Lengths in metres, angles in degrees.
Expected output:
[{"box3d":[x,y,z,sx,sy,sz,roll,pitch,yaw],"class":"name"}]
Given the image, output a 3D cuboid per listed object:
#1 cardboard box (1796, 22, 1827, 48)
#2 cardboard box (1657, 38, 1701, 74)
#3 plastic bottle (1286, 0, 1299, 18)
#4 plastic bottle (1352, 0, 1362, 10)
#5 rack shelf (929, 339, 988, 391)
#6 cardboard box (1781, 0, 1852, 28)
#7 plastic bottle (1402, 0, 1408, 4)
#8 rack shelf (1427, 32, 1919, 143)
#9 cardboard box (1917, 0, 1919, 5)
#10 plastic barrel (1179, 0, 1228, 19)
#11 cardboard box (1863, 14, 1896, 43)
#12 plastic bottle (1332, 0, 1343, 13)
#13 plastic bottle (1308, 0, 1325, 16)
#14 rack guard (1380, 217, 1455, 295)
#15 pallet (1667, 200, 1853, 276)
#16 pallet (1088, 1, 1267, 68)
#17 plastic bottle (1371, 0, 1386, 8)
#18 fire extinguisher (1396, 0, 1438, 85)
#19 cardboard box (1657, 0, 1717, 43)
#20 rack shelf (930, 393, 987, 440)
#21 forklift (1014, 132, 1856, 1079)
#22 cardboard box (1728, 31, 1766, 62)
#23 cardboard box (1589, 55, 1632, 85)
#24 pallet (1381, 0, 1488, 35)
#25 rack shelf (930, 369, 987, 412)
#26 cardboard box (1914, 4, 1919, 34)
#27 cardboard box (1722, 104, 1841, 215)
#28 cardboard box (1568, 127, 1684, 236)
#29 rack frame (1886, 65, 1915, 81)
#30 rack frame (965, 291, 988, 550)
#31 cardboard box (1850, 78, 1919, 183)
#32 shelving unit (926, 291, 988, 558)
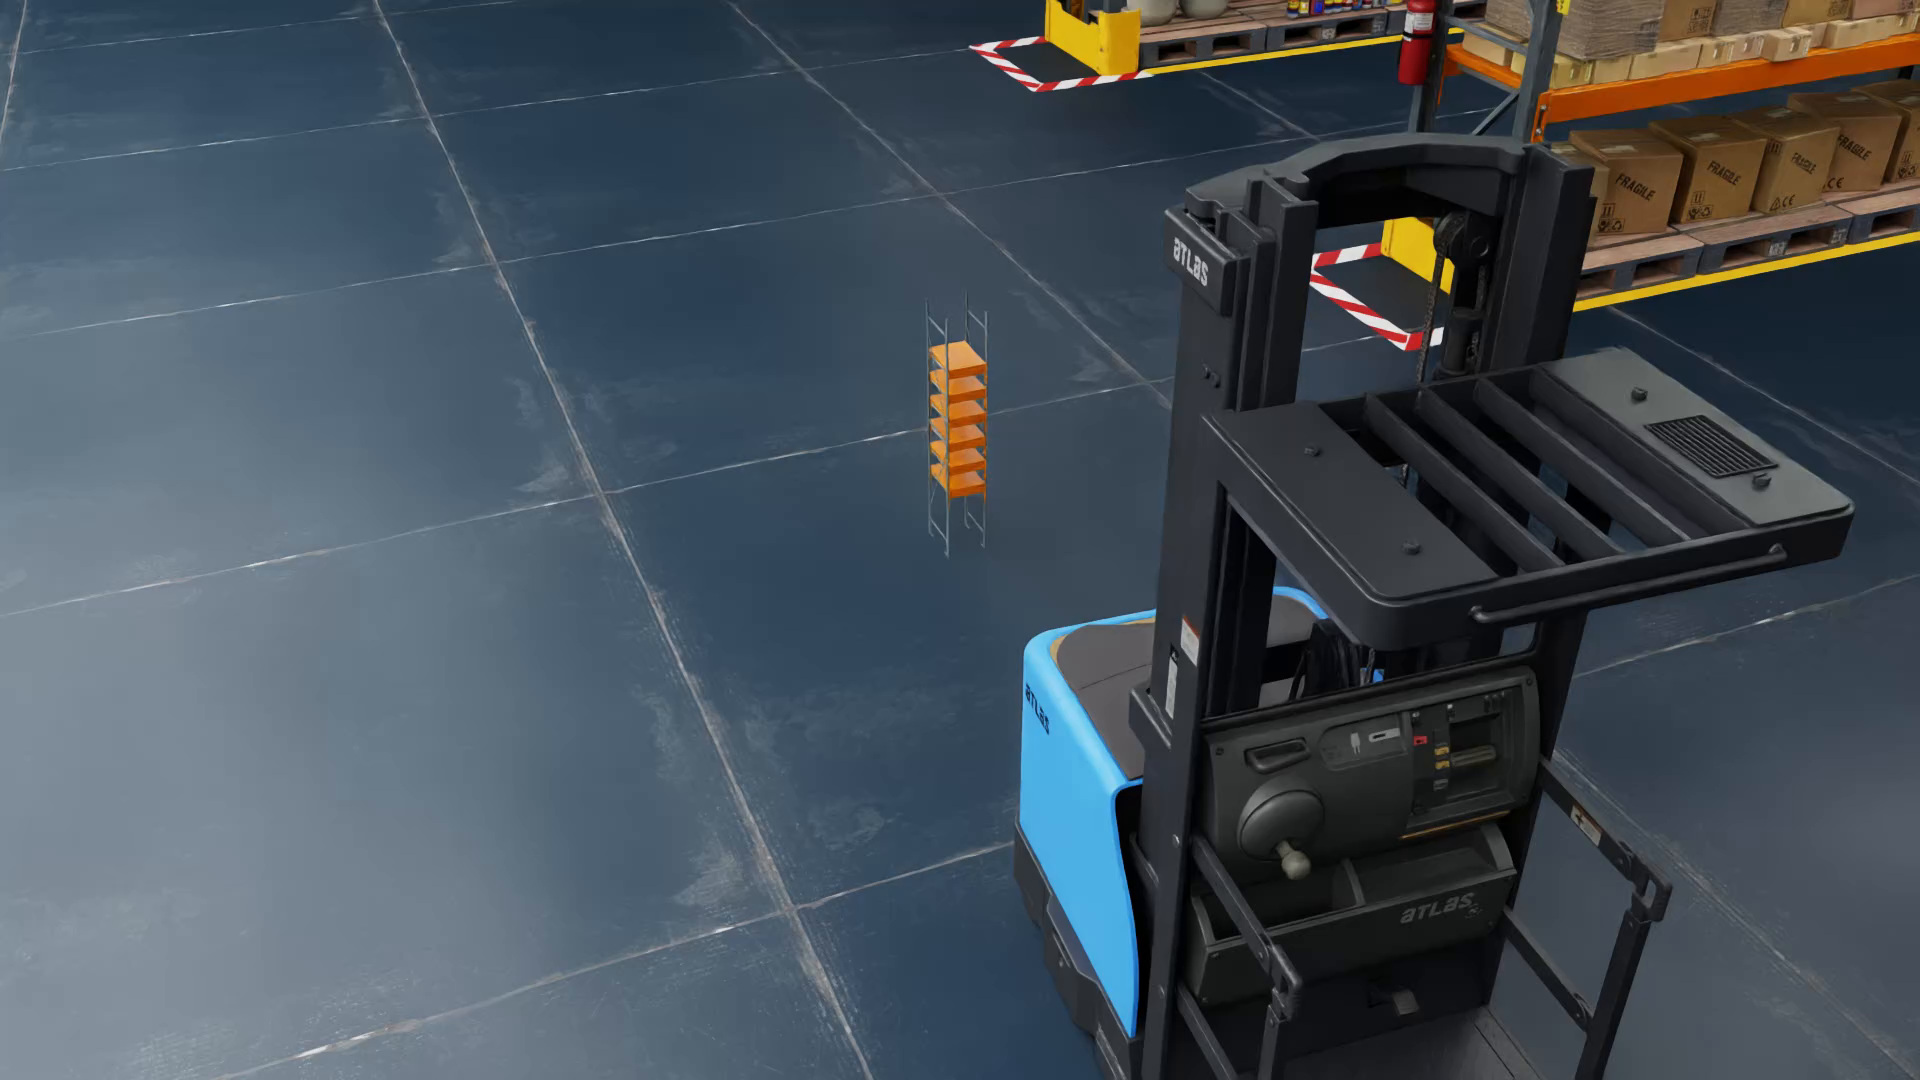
[{"box3d":[4.921,-3.056,9.927,0.250,0.149,0.380,-13,35,-19],"class":"cardboard box"},{"box3d":[4.018,-2.820,9.565,0.250,0.149,0.380,-13,35,-19],"class":"cardboard box"},{"box3d":[2.841,-4.591,14.154,0.097,0.271,0.097,0,33,0],"class":"plastic bottle"},{"box3d":[3.436,-4.728,14.364,0.097,0.271,0.097,0,33,0],"class":"plastic bottle"},{"box3d":[-0.013,-0.764,7.246,0.180,0.103,0.258,-13,35,-19],"class":"rack shelf"},{"box3d":[4.842,-3.452,9.941,0.500,0.500,0.875,-13,35,-19],"class":"cardboard box"},{"box3d":[3.943,-4.838,14.523,0.133,0.283,0.061,-11,35,-16],"class":"plastic bottle"},{"box3d":[4.810,-2.955,10.200,4.000,0.370,1.077,-13,35,-19],"class":"rack shelf"},{"box3d":[5.741,-3.693,10.311,0.500,0.500,0.875,-13,35,-19],"class":"cardboard box"},{"box3d":[2.088,-4.741,14.182,0.421,0.512,0.421,0,33,0],"class":"plastic barrel"},{"box3d":[5.398,-3.141,10.057,0.250,0.149,0.380,-13,35,-19],"class":"cardboard box"},{"box3d":[3.249,-4.685,14.298,0.097,0.271,0.097,0,33,0],"class":"plastic bottle"},{"box3d":[3.057,-4.635,14.210,0.133,0.283,0.061,-12,35,-18],"class":"plastic bottle"},{"box3d":[3.036,-1.802,10.061,0.348,0.500,1.175,-13,35,-19],"class":"rack guard"},{"box3d":[4.922,-2.090,10.769,1.213,0.211,1.003,-13,35,-19],"class":"pallet"},{"box3d":[1.852,-4.364,14.264,1.213,0.211,1.003,-13,35,-19],"class":"pallet"},{"box3d":[3.628,-4.790,14.455,0.135,0.276,0.152,-12,35,-18],"class":"plastic bottle"},{"box3d":[2.682,-3.009,9.695,0.183,0.674,0.296,-13,35,-19],"class":"fire extinguisher"},{"box3d":[3.898,-3.269,9.659,0.500,0.500,0.875,-13,35,-19],"class":"cardboard box"},{"box3d":[-0.013,-0.563,7.377,0.180,0.103,0.258,-13,35,-19],"class":"rack shelf"},{"box3d":[1.130,0.653,4.059,1.130,2.935,3.031,-10,34,-15],"class":"forklift"},{"box3d":[4.471,-2.936,9.743,0.250,0.149,0.380,-13,35,-19],"class":"cardboard box"},{"box3d":[3.559,-2.712,9.398,0.250,0.149,0.380,-13,35,-19],"class":"cardboard box"},{"box3d":[4.101,-4.879,15.056,1.213,0.211,1.003,-13,35,-19],"class":"pallet"},{"box3d":[-0.013,-0.664,7.311,0.180,0.103,0.258,-13,35,-19],"class":"rack shelf"},{"box3d":[5.894,-3.200,10.149,0.250,0.149,0.380,-13,35,-19],"class":"cardboard box"},{"box3d":[5.203,-2.447,10.667,0.500,0.500,0.500,-16,36,-23],"class":"cardboard box"},{"box3d":[4.086,-2.229,10.332,0.500,0.500,0.500,-4,33,-6],"class":"cardboard box"},{"box3d":[6.654,-3.678,10.653,0.127,3.000,1.000,-13,35,-19],"class":"rack frame"},{"box3d":[0.071,-0.519,7.448,0.006,1.200,0.240,-13,35,-19],"class":"rack frame"},{"box3d":[6.270,-2.742,11.121,0.500,0.500,0.500,-14,36,-20],"class":"cardboard box"},{"box3d":[-0.013,-0.500,7.418,0.189,1.200,0.258,-13,35,-19],"class":"shelving unit"}]
